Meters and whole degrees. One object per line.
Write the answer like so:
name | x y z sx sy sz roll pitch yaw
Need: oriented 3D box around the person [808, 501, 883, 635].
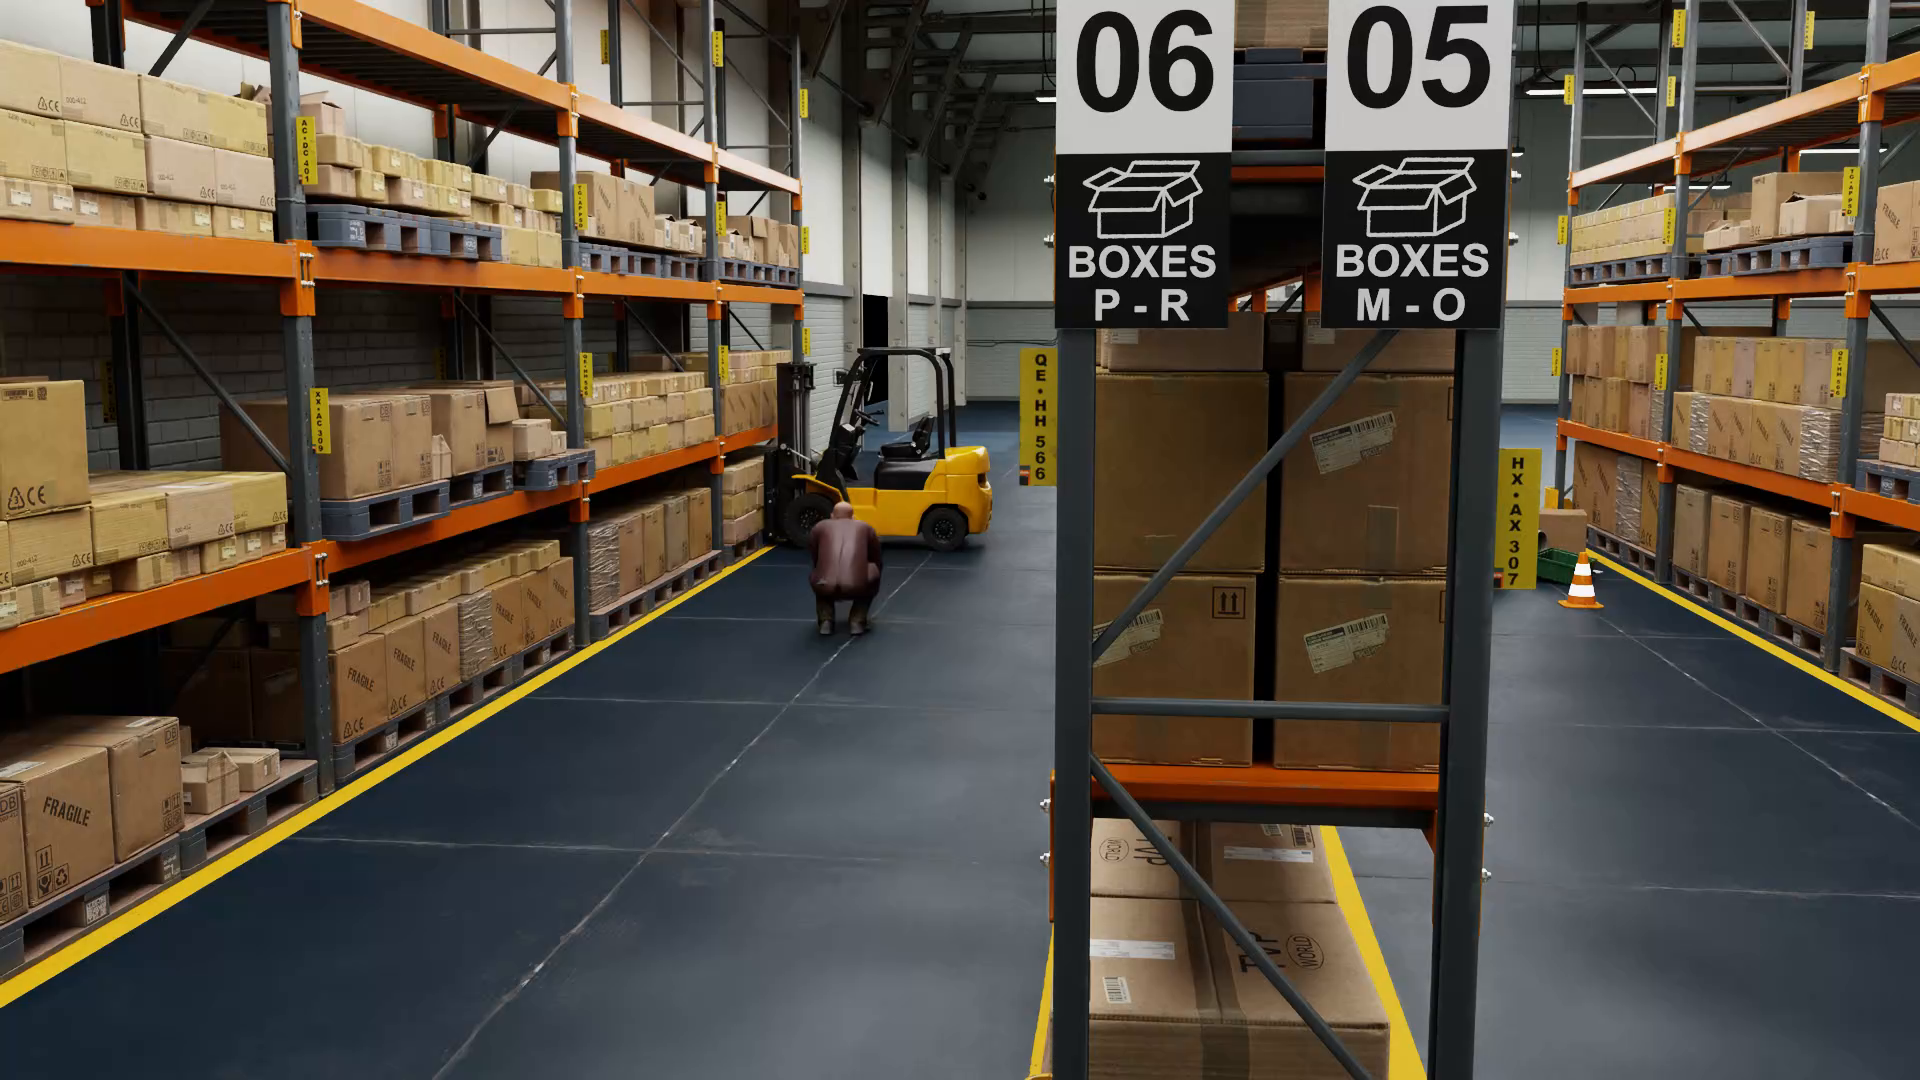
person | -0.919 0.219 13.197 0.607 0.997 0.894 1 7 6
